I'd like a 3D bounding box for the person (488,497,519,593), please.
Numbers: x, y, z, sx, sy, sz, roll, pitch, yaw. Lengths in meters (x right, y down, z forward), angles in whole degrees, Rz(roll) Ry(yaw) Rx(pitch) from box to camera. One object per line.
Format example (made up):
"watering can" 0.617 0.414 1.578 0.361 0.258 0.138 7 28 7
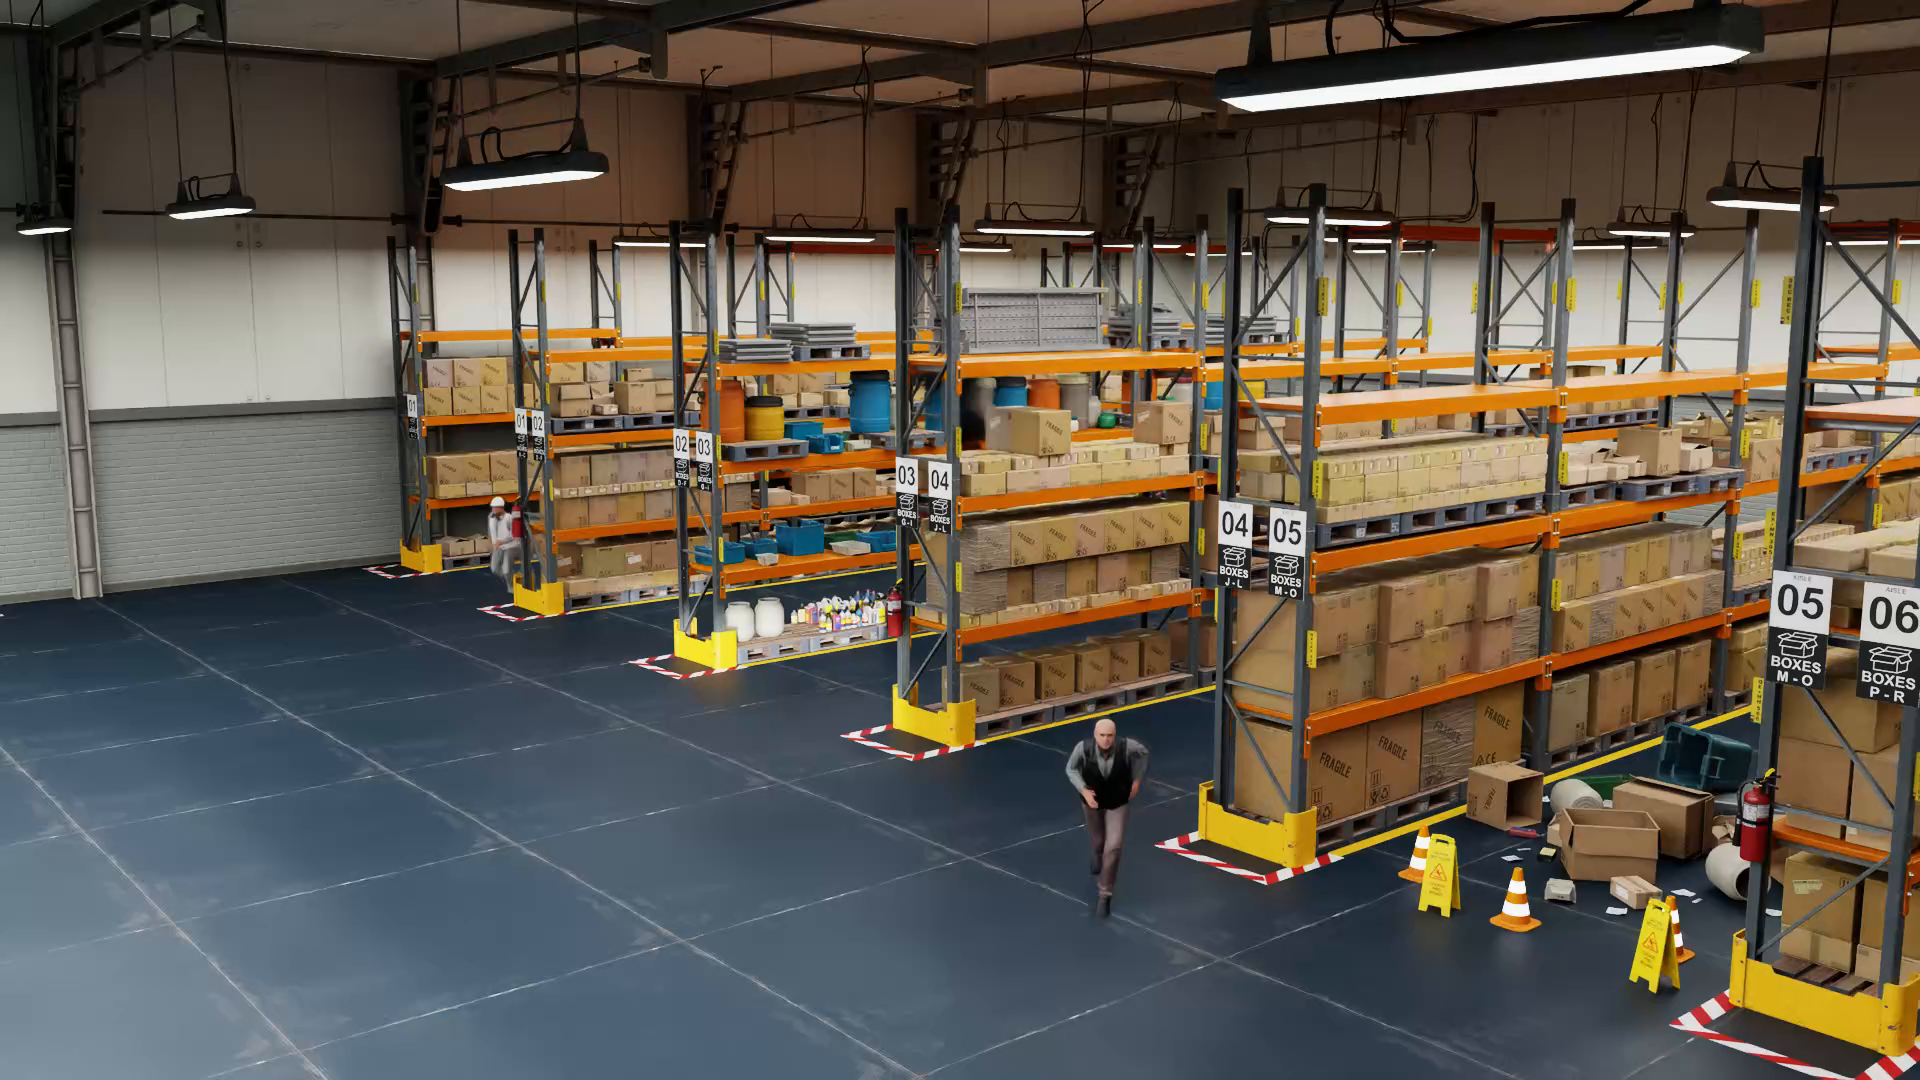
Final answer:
"person" -7.612 0.094 27.623 0.678 1.654 0.695 3 9 20

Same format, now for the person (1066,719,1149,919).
"person" 1.231 2.237 14.035 0.695 1.681 1.006 0 9 2

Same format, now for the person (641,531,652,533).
"person" -5.585 -0.209 30.043 0.603 1.626 1.003 7 12 40
